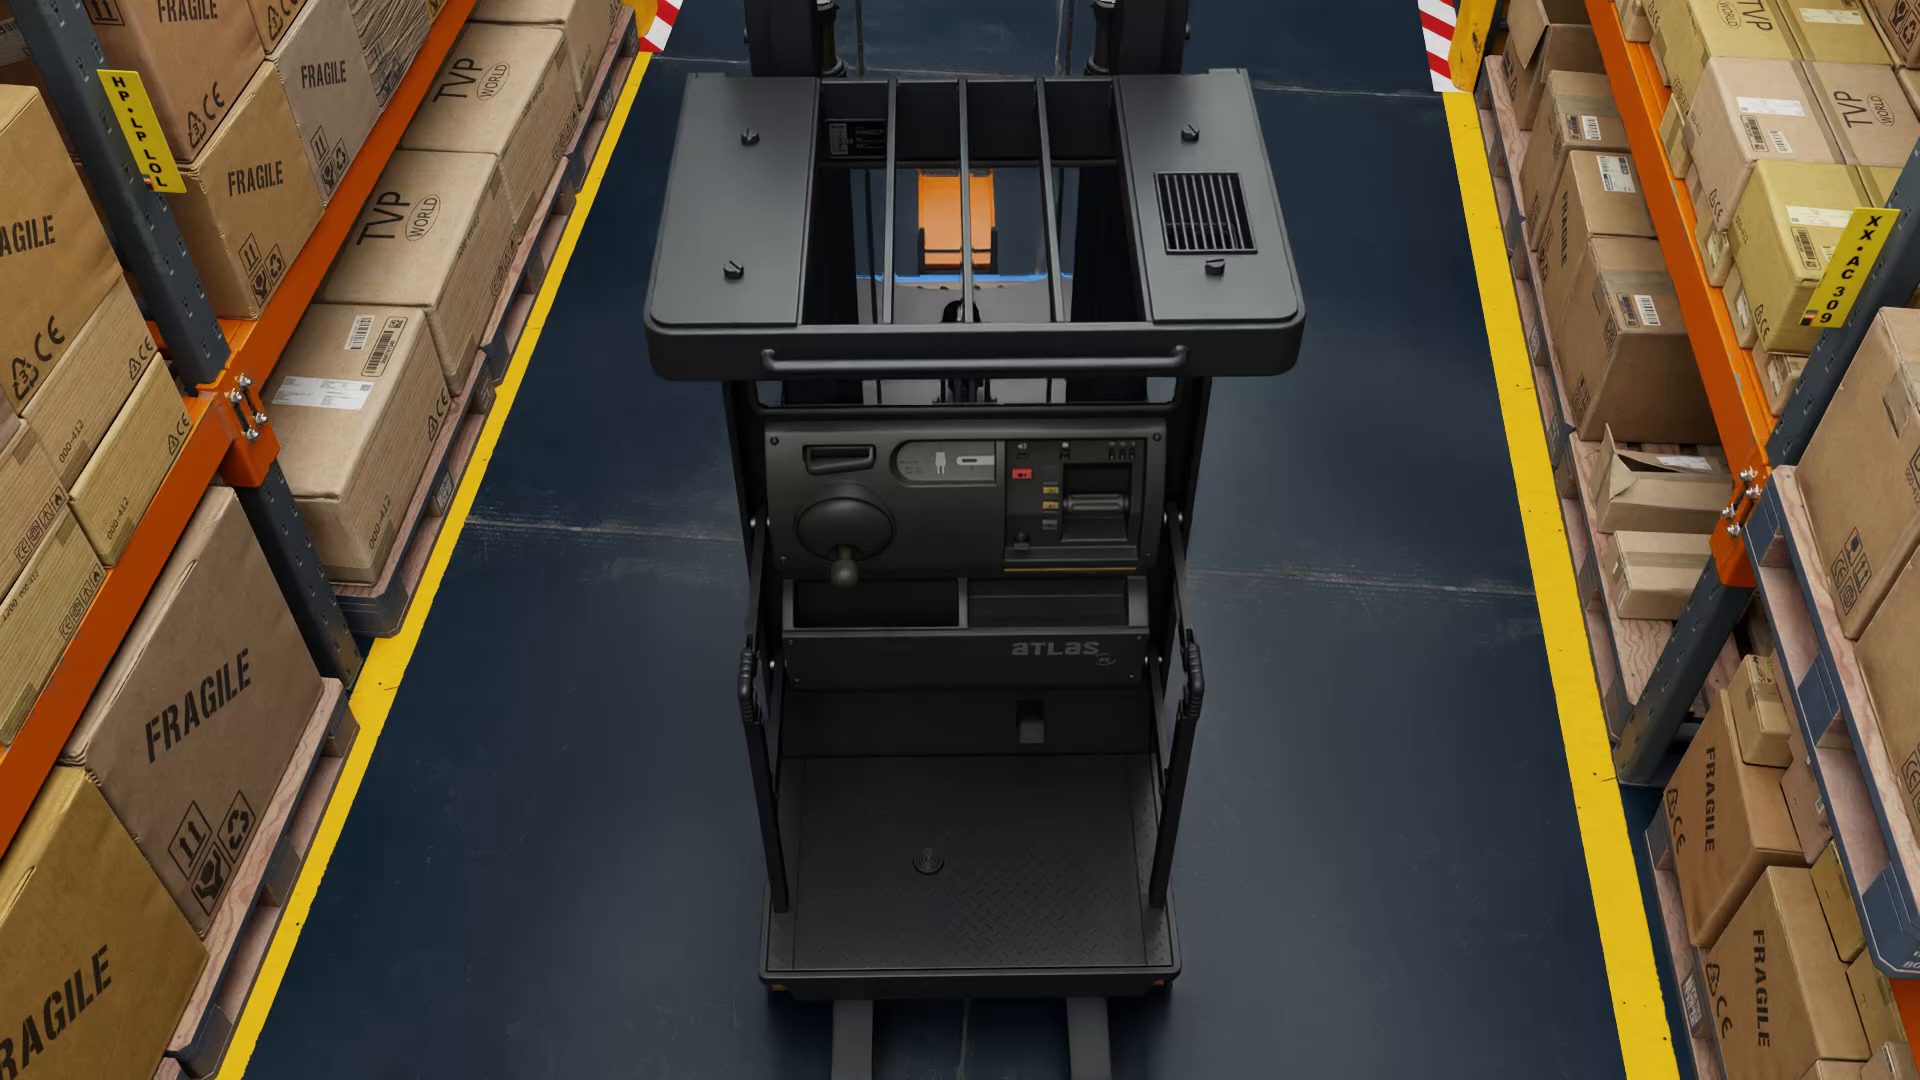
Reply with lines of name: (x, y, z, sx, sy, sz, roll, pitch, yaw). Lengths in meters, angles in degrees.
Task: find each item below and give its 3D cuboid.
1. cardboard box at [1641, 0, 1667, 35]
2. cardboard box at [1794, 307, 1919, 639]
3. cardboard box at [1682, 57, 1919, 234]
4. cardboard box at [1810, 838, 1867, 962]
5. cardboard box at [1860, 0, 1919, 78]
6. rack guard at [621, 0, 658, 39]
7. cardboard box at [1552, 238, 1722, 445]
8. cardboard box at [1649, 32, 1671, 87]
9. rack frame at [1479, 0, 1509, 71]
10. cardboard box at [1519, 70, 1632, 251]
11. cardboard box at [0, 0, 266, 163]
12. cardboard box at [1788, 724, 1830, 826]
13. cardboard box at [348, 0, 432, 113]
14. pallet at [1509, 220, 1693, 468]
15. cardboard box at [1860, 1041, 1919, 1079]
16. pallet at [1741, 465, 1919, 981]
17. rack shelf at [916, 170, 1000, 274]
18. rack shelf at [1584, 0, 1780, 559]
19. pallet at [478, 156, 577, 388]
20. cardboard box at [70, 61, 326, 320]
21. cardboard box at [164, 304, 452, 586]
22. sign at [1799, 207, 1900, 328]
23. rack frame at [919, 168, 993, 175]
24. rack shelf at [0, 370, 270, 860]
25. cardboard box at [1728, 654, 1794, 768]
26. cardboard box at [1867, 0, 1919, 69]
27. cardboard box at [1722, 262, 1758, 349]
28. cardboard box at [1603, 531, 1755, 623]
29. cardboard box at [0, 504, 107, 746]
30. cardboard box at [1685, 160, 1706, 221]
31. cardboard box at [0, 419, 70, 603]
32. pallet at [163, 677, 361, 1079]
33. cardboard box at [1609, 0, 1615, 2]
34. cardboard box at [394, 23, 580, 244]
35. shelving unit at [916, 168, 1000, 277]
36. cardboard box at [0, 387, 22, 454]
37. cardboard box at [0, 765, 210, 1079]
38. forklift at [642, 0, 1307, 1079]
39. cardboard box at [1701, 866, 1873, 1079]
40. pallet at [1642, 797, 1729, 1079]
cardboard box: (2.450, -1.829, 5.290, 0.500, 0.250, 0.500, 3, 48, 3)
cardboard box: (2.242, -0.111, 3.466, 0.700, 0.500, 0.500, 5, 48, 5)
cardboard box: (2.343, -1.085, 4.610, 0.500, 0.250, 0.500, 4, 48, 4)
cardboard box: (2.251, 0.851, 3.909, 0.380, 0.149, 0.250, 2, 48, 2)
cardboard box: (2.911, -1.419, 4.915, 0.500, 0.250, 0.500, 5, 48, 4)
rack guard: (-2.068, -2.720, 7.899, 1.175, 0.500, 0.348, 4, 48, 4)
cardboard box: (2.512, -0.682, 5.750, 0.700, 0.500, 0.500, 2, 48, 2)
cardboard box: (2.445, -1.575, 5.328, 0.380, 0.149, 0.250, 4, 48, 3)
rack frame: (2.873, -3.215, 6.658, 1.000, 3.000, 0.127, 4, 48, 4)
cardboard box: (2.607, -1.444, 6.448, 0.700, 0.500, 0.500, 6, 48, 5)
cardboard box: (-2.150, -1.312, 4.171, 0.500, 0.500, 0.500, 4, 48, 4)
cardboard box: (2.235, 0.547, 3.985, 0.380, 0.149, 0.250, 2, 48, 2)
cardboard box: (-2.029, -1.702, 5.206, 0.500, 0.500, 0.500, 4, 48, 4)
pallet: (2.681, -0.738, 6.282, 1.003, 0.211, 1.213, 4, 48, 4)
cardboard box: (2.180, 1.235, 3.558, 0.380, 0.149, 0.250, 4, 48, 3)
pallet: (2.327, 0.369, 3.510, 1.003, 0.211, 1.213, 4, 48, 4)
rack shelf: (-0.011, -0.977, 5.298, 0.258, 0.148, 0.480, -1, 48, -1)
rack shelf: (2.691, -1.503, 5.579, 1.077, 0.370, 4.000, 4, 48, 4)
pallet: (-2.179, -1.118, 6.630, 1.003, 0.211, 1.213, 4, 48, 4)
cardboard box: (-2.131, -0.968, 4.535, 0.500, 0.500, 0.500, 5, 48, 5)
cardboard box: (-2.270, -0.338, 5.478, 0.875, 0.438, 0.875, 3, 48, 3)
sign: (1.968, -0.599, 3.678, 0.100, 0.325, 0.005, 4, 48, 4)
rack frame: (-0.014, -0.892, 5.752, 0.240, 1.200, 0.015, -1, 48, -1)
rack shelf: (-2.617, 1.106, 3.193, 1.077, 0.370, 4.000, 4, 48, 4)
cardboard box: (2.211, 0.453, 4.273, 0.380, 0.149, 0.250, 6, 48, 5)
cardboard box: (2.910, -1.655, 4.623, 0.500, 0.500, 0.500, 3, 48, 2)
cardboard box: (2.289, -0.635, 4.468, 0.380, 0.149, 0.250, 5, 48, 5)
cardboard box: (2.267, 0.116, 5.259, 0.380, 0.149, 0.250, 3, 48, 2)
cardboard box: (-2.272, 0.165, 3.668, 0.500, 0.250, 0.500, 3, 48, 3)
cardboard box: (2.339, -1.018, 4.819, 0.380, 0.149, 0.250, 5, 48, 5)
cardboard box: (-2.271, -0.017, 3.495, 0.500, 0.250, 0.500, 5, 48, 4)
pallet: (-2.430, 0.906, 4.778, 1.003, 0.211, 1.213, 4, 48, 4)
cardboard box: (2.403, -1.964, 5.684, 0.380, 0.149, 0.250, 3, 48, 2)
cardboard box: (-2.106, -1.658, 6.686, 0.875, 0.438, 0.875, 5, 48, 5)
shelving unit: (-0.011, -0.712, 5.588, 0.258, 1.200, 0.503, -1, 48, -1)
cardboard box: (-2.265, -0.252, 3.202, 0.500, 0.500, 0.500, 5, 48, 4)
cardboard box: (-2.486, 1.094, 3.872, 0.875, 0.875, 0.875, 5, 48, 5)
forklift: (0.019, 0.013, 3.752, 1.130, 2.935, 3.031, -1, 48, -1)
cardboard box: (2.202, 1.159, 4.067, 0.500, 0.500, 0.500, 3, 48, 3)
pallet: (2.472, 1.266, 4.449, 1.003, 0.211, 1.213, 4, 48, 4)
